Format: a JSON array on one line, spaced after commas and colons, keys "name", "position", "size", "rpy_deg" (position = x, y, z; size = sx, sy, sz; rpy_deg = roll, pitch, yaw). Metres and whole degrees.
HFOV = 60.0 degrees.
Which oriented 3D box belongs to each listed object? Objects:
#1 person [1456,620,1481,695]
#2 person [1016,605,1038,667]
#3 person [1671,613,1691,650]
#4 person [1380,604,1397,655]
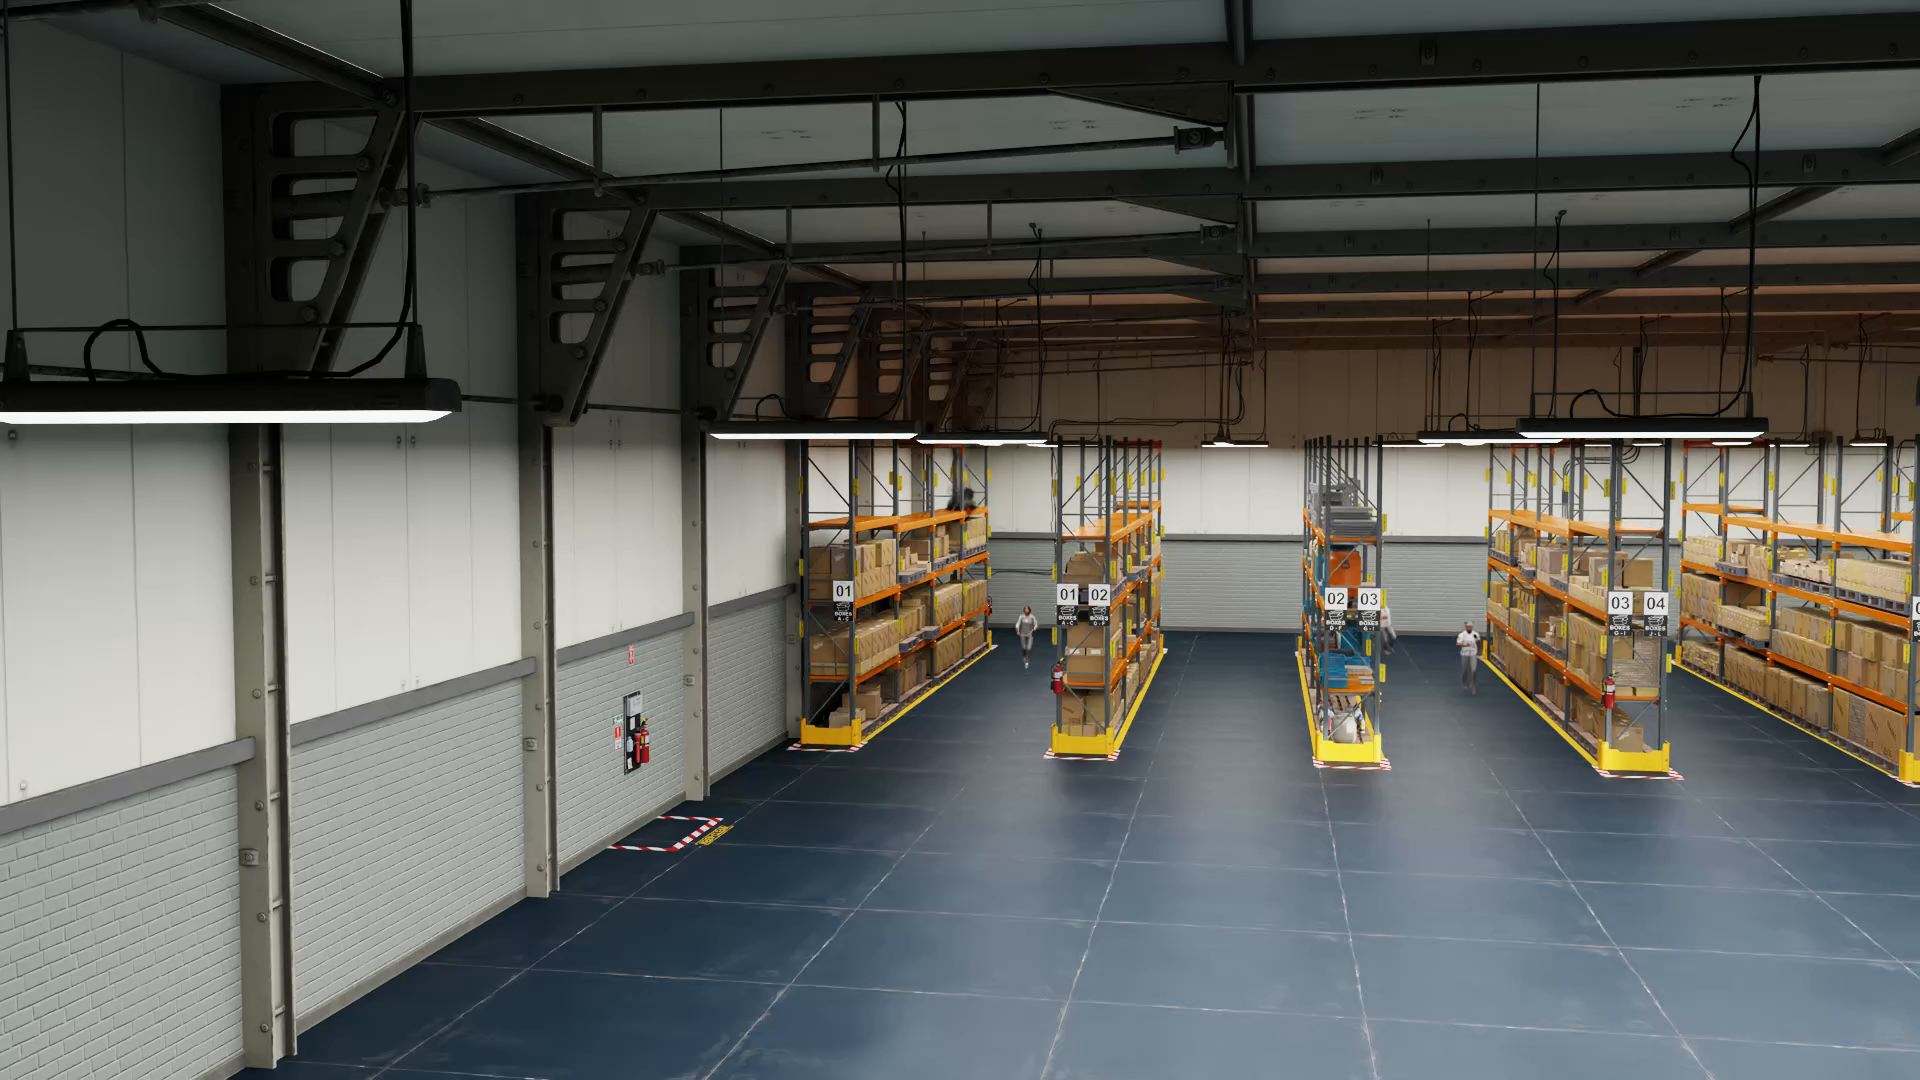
[{"name": "person", "position": [11.977, 2.759, 39.163], "size": [0.584, 1.762, 0.780], "rpy_deg": [1, 3, 12]}, {"name": "person", "position": [1.677, 2.421, 41.773], "size": [0.547, 1.557, 0.488], "rpy_deg": [0, 3, 5]}, {"name": "person", "position": [19.842, 2.404, 45.696], "size": [0.541, 1.708, 0.760], "rpy_deg": [2, 4, 33]}, {"name": "person", "position": [11.775, 2.368, 46.220], "size": [0.757, 1.700, 0.612], "rpy_deg": [-1, 3, -19]}]
